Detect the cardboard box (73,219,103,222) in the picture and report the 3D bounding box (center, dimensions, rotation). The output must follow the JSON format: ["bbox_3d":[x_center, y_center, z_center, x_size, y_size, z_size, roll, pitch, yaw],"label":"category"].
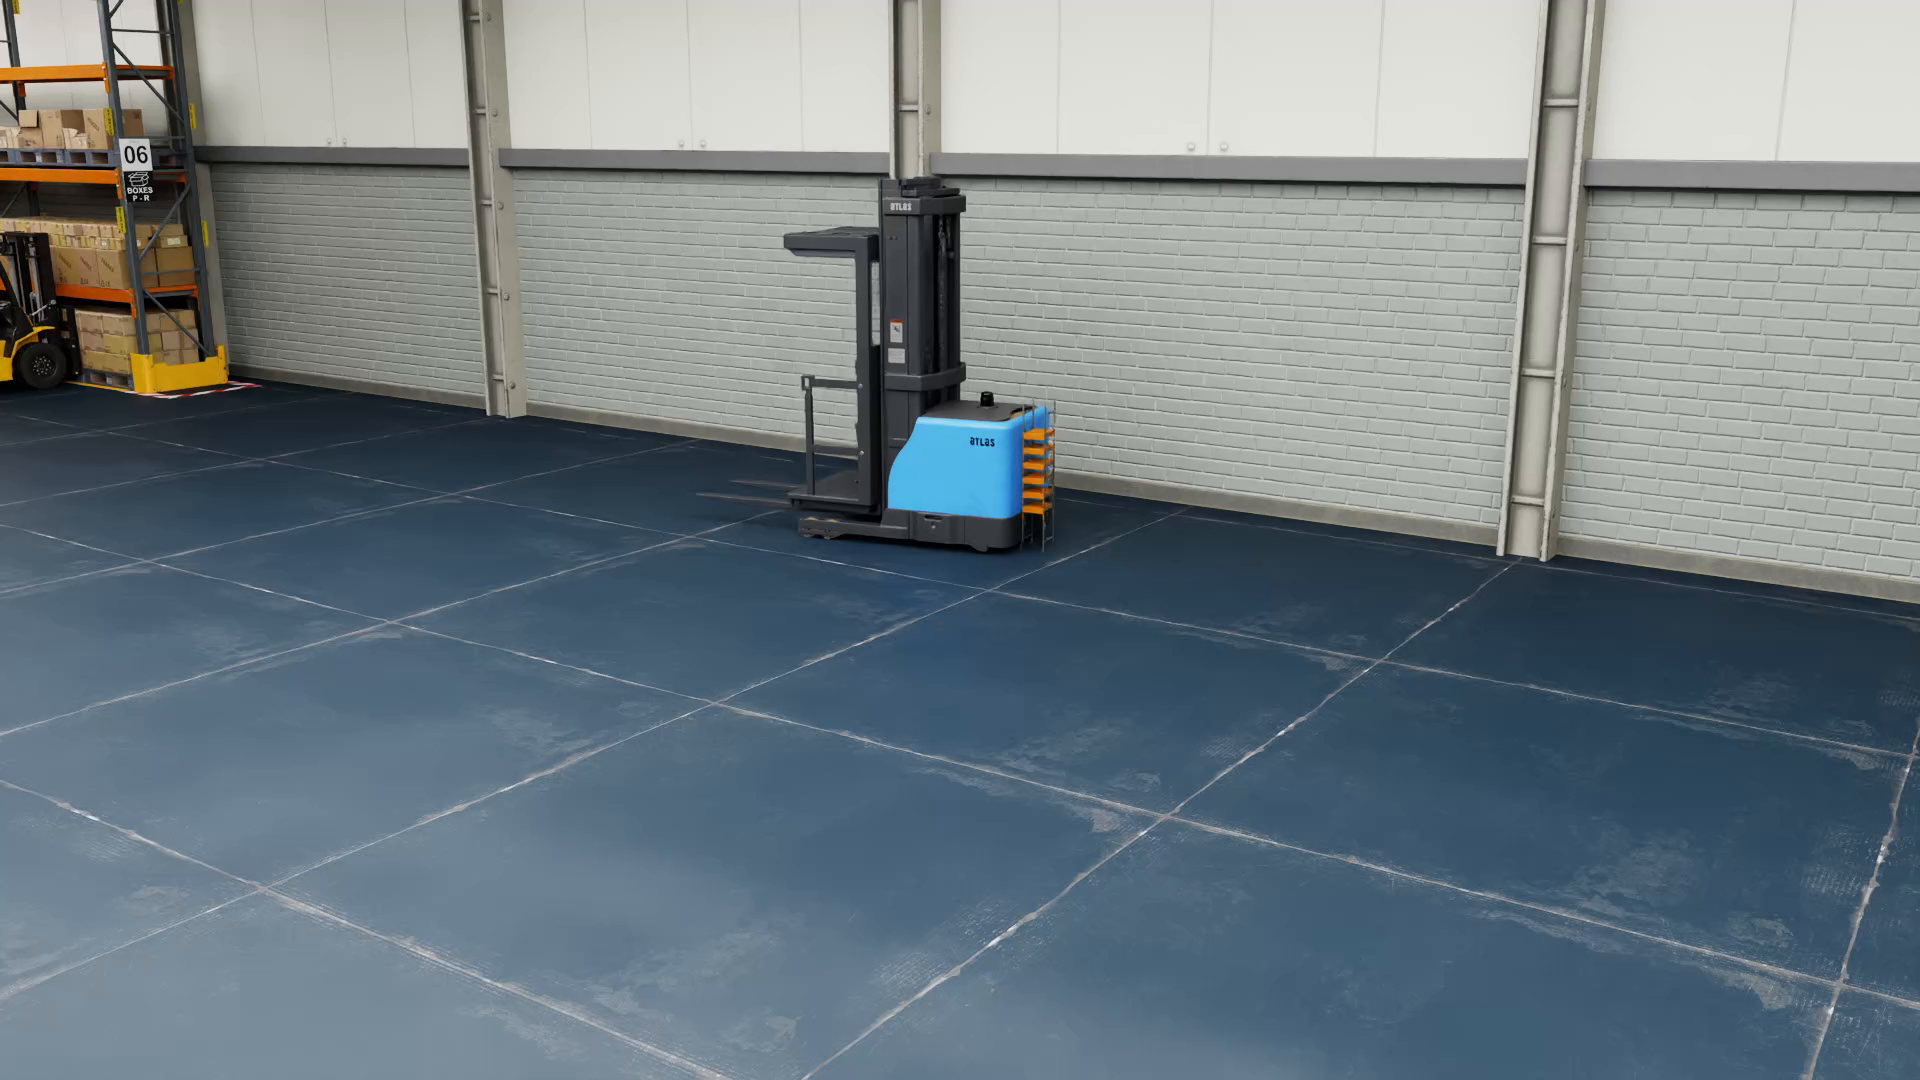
[{"bbox_3d":[-11.956,-4.326,22.881,0.250,0.149,0.380,10,17,34],"label":"cardboard box"}]

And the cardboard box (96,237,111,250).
[{"bbox_3d":[-10.981,-3.865,21.638,0.250,0.149,0.380,9,17,34],"label":"cardboard box"}]

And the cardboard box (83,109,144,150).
[{"bbox_3d":[-10.811,-5.251,21.260,0.500,0.500,0.500,10,17,35],"label":"cardboard box"}]

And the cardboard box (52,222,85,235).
[{"bbox_3d":[-11.838,-4.148,22.160,0.250,0.149,0.380,10,17,34],"label":"cardboard box"}]

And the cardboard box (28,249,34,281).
[{"bbox_3d":[-12.542,-3.822,22.813,0.500,0.500,0.500,9,17,32],"label":"cardboard box"}]

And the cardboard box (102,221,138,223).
[{"bbox_3d":[-11.322,-4.219,22.449,0.250,0.149,0.380,10,17,35],"label":"cardboard box"}]

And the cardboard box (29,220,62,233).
[{"bbox_3d":[-12.415,-4.268,22.647,0.250,0.149,0.380,9,17,33],"label":"cardboard box"}]

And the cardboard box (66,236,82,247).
[{"bbox_3d":[-11.609,-3.974,22.078,0.250,0.149,0.380,9,16,31],"label":"cardboard box"}]

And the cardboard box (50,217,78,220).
[{"bbox_3d":[-12.539,-4.449,23.376,0.250,0.149,0.380,9,16,32],"label":"cardboard box"}]

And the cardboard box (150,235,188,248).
[{"bbox_3d":[-10.445,-3.944,21.954,0.250,0.149,0.380,9,16,31],"label":"cardboard box"}]

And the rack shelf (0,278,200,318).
[{"bbox_3d":[-11.968,-3.402,22.821,4.000,0.370,1.077,9,17,33],"label":"rack shelf"}]

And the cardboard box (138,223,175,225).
[{"bbox_3d":[-10.653,-4.127,22.074,0.250,0.149,0.380,10,17,35],"label":"cardboard box"}]

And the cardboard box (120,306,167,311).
[{"bbox_3d":[-11.018,-3.006,22.491,0.500,0.250,0.500,9,17,33],"label":"cardboard box"}]

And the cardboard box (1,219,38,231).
[{"bbox_3d":[-13.044,-4.376,23.081,0.250,0.149,0.380,9,16,32],"label":"cardboard box"}]

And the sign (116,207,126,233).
[{"bbox_3d":[-10.622,-4.054,21.054,0.005,0.325,0.100,9,17,33],"label":"sign"}]

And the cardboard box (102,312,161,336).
[{"bbox_3d":[-10.864,-2.837,21.809,0.500,0.250,0.500,10,17,35],"label":"cardboard box"}]

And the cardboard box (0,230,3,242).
[{"bbox_3d":[-13.294,-4.253,23.204,0.250,0.149,0.380,10,17,34],"label":"cardboard box"}]

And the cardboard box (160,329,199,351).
[{"bbox_3d":[-10.582,-2.699,22.293,0.500,0.250,0.500,10,17,34],"label":"cardboard box"}]

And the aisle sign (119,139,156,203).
[{"bbox_3d":[-10.417,-4.678,21.066,0.004,0.787,0.394,9,17,33],"label":"aisle sign"}]

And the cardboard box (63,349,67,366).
[{"bbox_3d":[-12.135,-2.555,22.750,0.500,0.250,0.500,10,17,35],"label":"cardboard box"}]

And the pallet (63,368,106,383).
[{"bbox_3d":[-11.974,-2.387,23.028,1.213,0.211,1.003,9,17,33],"label":"pallet"}]

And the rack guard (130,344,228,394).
[{"bbox_3d":[-10.288,-2.266,21.938,0.348,0.500,1.175,9,17,33],"label":"rack guard"}]

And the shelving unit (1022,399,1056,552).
[{"bbox_3d":[0.634,-0.519,13.422,0.189,1.200,0.258,6,15,22],"label":"shelving unit"}]

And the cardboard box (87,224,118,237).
[{"bbox_3d":[-11.177,-4.053,21.778,0.250,0.149,0.380,10,17,34],"label":"cardboard box"}]

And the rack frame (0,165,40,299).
[{"bbox_3d":[-13.627,-4.019,23.818,0.127,3.000,1.000,9,17,33],"label":"rack frame"}]

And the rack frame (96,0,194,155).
[{"bbox_3d":[-10.308,-6.395,20.930,0.127,3.000,1.000,9,17,33],"label":"rack frame"}]

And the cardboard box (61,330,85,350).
[{"bbox_3d":[-11.737,-2.732,22.426,0.500,0.250,0.500,9,16,32],"label":"cardboard box"}]

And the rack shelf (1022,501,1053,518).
[{"bbox_3d":[0.634,-0.243,13.491,0.180,0.103,0.258,6,15,22],"label":"rack shelf"}]

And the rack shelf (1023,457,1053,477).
[{"bbox_3d":[0.634,-0.592,13.404,0.180,0.103,0.258,6,15,22],"label":"rack shelf"}]

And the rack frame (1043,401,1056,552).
[{"bbox_3d":[0.718,-0.510,13.388,0.006,1.200,0.240,6,15,22],"label":"rack frame"}]

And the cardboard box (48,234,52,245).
[{"bbox_3d":[-12.238,-4.076,22.490,0.250,0.149,0.380,9,16,32],"label":"cardboard box"}]

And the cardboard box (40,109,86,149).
[{"bbox_3d":[-11.605,-5.408,21.895,0.500,0.500,0.700,9,17,33],"label":"cardboard box"}]

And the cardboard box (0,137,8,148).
[{"bbox_3d":[-12.787,-5.382,22.521,0.250,0.149,0.380,10,17,34],"label":"cardboard box"}]

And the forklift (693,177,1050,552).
[{"bbox_3d":[-0.806,-1.537,13.934,3.031,2.935,1.130,6,15,22],"label":"forklift"}]

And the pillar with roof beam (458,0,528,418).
[{"bbox_3d":[-7.807,-5.005,15.315,0.400,9.000,9.100,9,17,33],"label":"pillar with roof beam"}]

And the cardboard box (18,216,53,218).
[{"bbox_3d":[-13.194,-4.545,23.763,0.250,0.149,0.380,9,17,33],"label":"cardboard box"}]

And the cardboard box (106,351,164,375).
[{"bbox_3d":[-10.874,-2.352,21.931,0.500,0.250,0.500,9,17,33],"label":"cardboard box"}]

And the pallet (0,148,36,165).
[{"bbox_3d":[-12.905,-5.323,23.027,1.213,0.211,1.003,9,17,33],"label":"pallet"}]

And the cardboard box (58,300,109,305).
[{"bbox_3d":[-12.270,-3.211,23.320,0.500,0.250,0.500,9,17,33],"label":"cardboard box"}]

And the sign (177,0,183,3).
[{"bbox_3d":[-9.993,-7.035,21.242,0.005,0.325,0.100,9,17,33],"label":"sign"}]

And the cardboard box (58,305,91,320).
[{"bbox_3d":[-12.132,-3.040,22.627,0.500,0.250,0.500,9,16,32],"label":"cardboard box"}]

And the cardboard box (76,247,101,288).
[{"bbox_3d":[-11.288,-3.617,21.983,0.500,0.500,0.500,10,17,35],"label":"cardboard box"}]
